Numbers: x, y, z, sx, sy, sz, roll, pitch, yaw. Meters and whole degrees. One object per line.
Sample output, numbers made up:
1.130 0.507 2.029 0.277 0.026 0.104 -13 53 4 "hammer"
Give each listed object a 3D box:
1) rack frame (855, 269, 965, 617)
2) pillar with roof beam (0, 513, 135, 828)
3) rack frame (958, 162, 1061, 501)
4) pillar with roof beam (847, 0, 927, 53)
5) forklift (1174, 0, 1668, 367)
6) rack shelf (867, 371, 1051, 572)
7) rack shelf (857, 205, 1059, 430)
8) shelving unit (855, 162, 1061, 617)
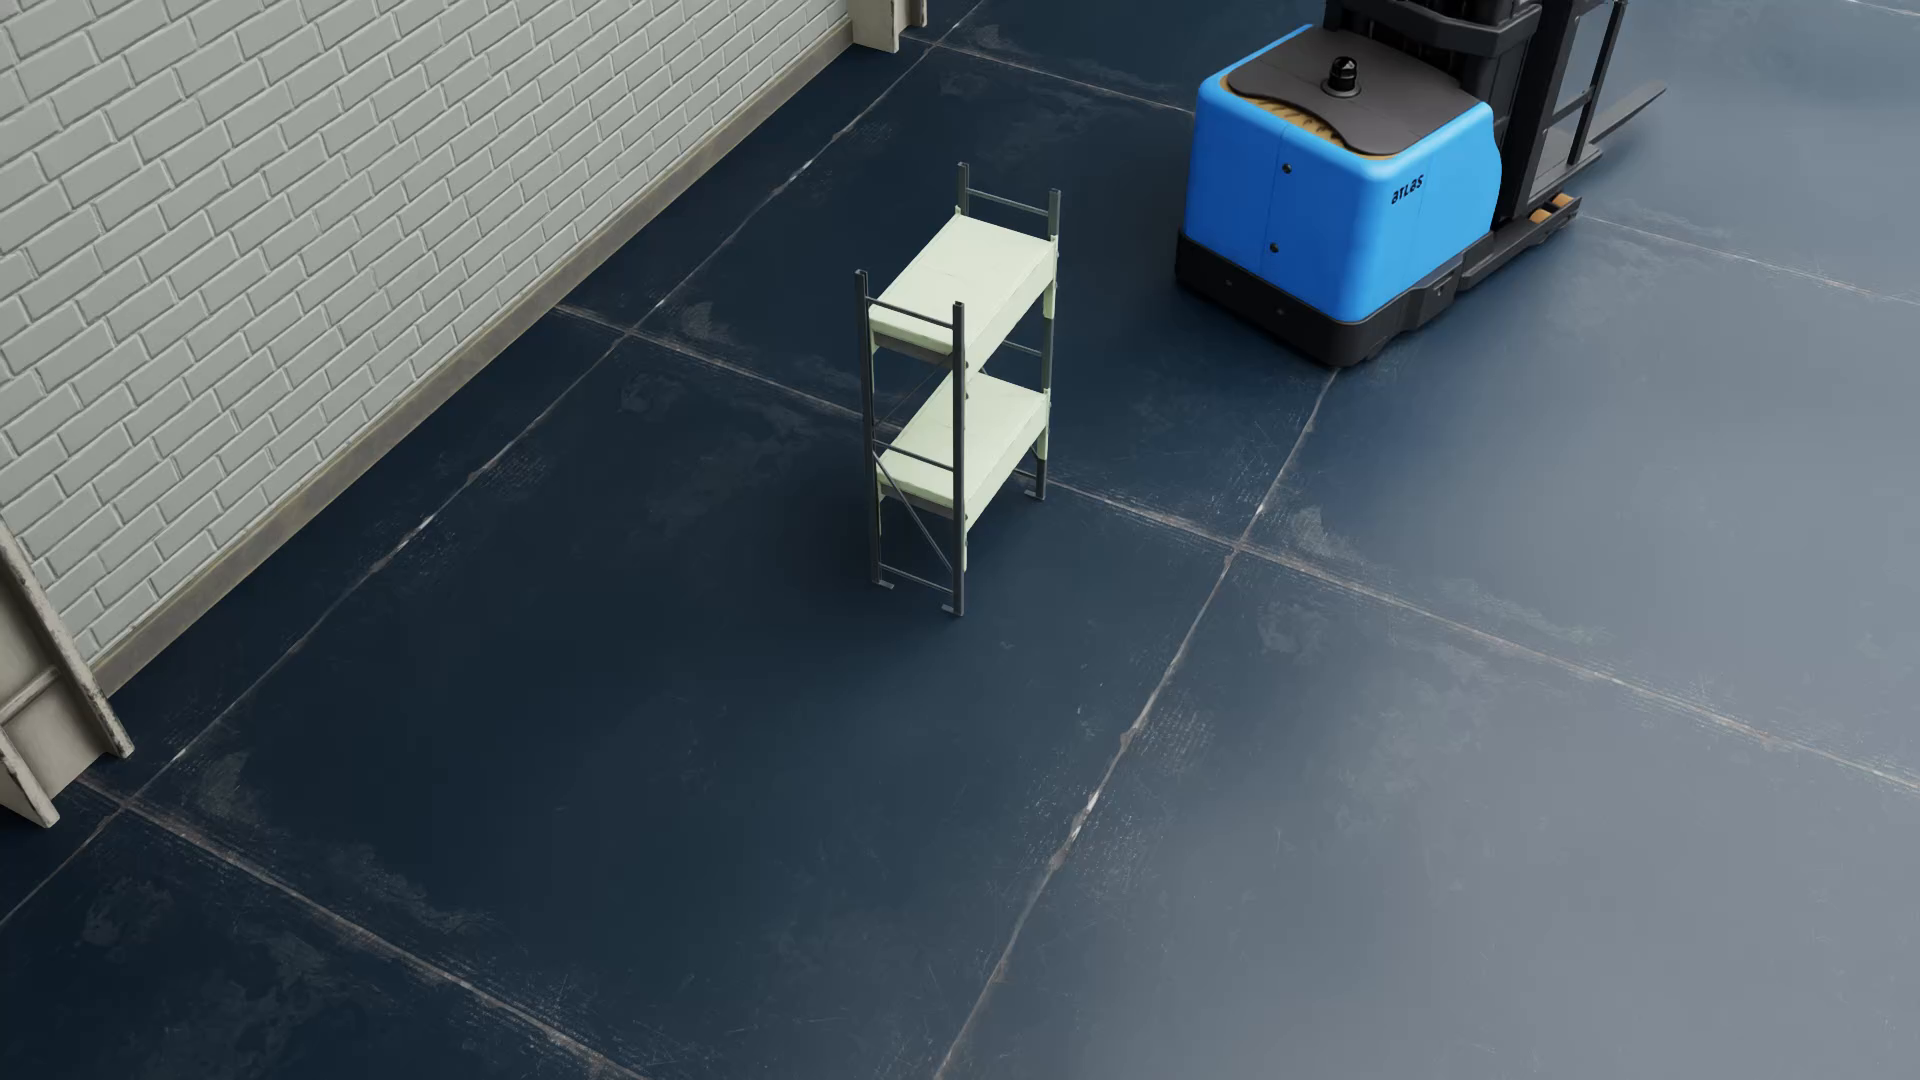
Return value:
-0.167 -0.301 5.993 0.400 1.500 0.023 20 49 19 "rack frame"
0.609 -0.916 1.328 9.100 9.000 0.400 20 49 19 "pillar with roof beam"
0.173 -0.762 6.449 0.400 1.500 0.023 20 49 19 "rack frame"
3.394 -4.696 5.064 9.100 9.000 0.400 20 49 19 "pillar with roof beam"
2.436 -2.731 7.389 3.031 2.935 1.130 -34 54 -29 "forklift"
0.003 -0.302 6.453 0.431 0.370 0.720 20 49 19 "rack shelf"
0.003 -0.806 5.943 0.431 0.370 0.720 20 49 19 "rack shelf"
0.003 -0.531 6.221 0.431 1.500 0.755 20 49 19 "shelving unit"
